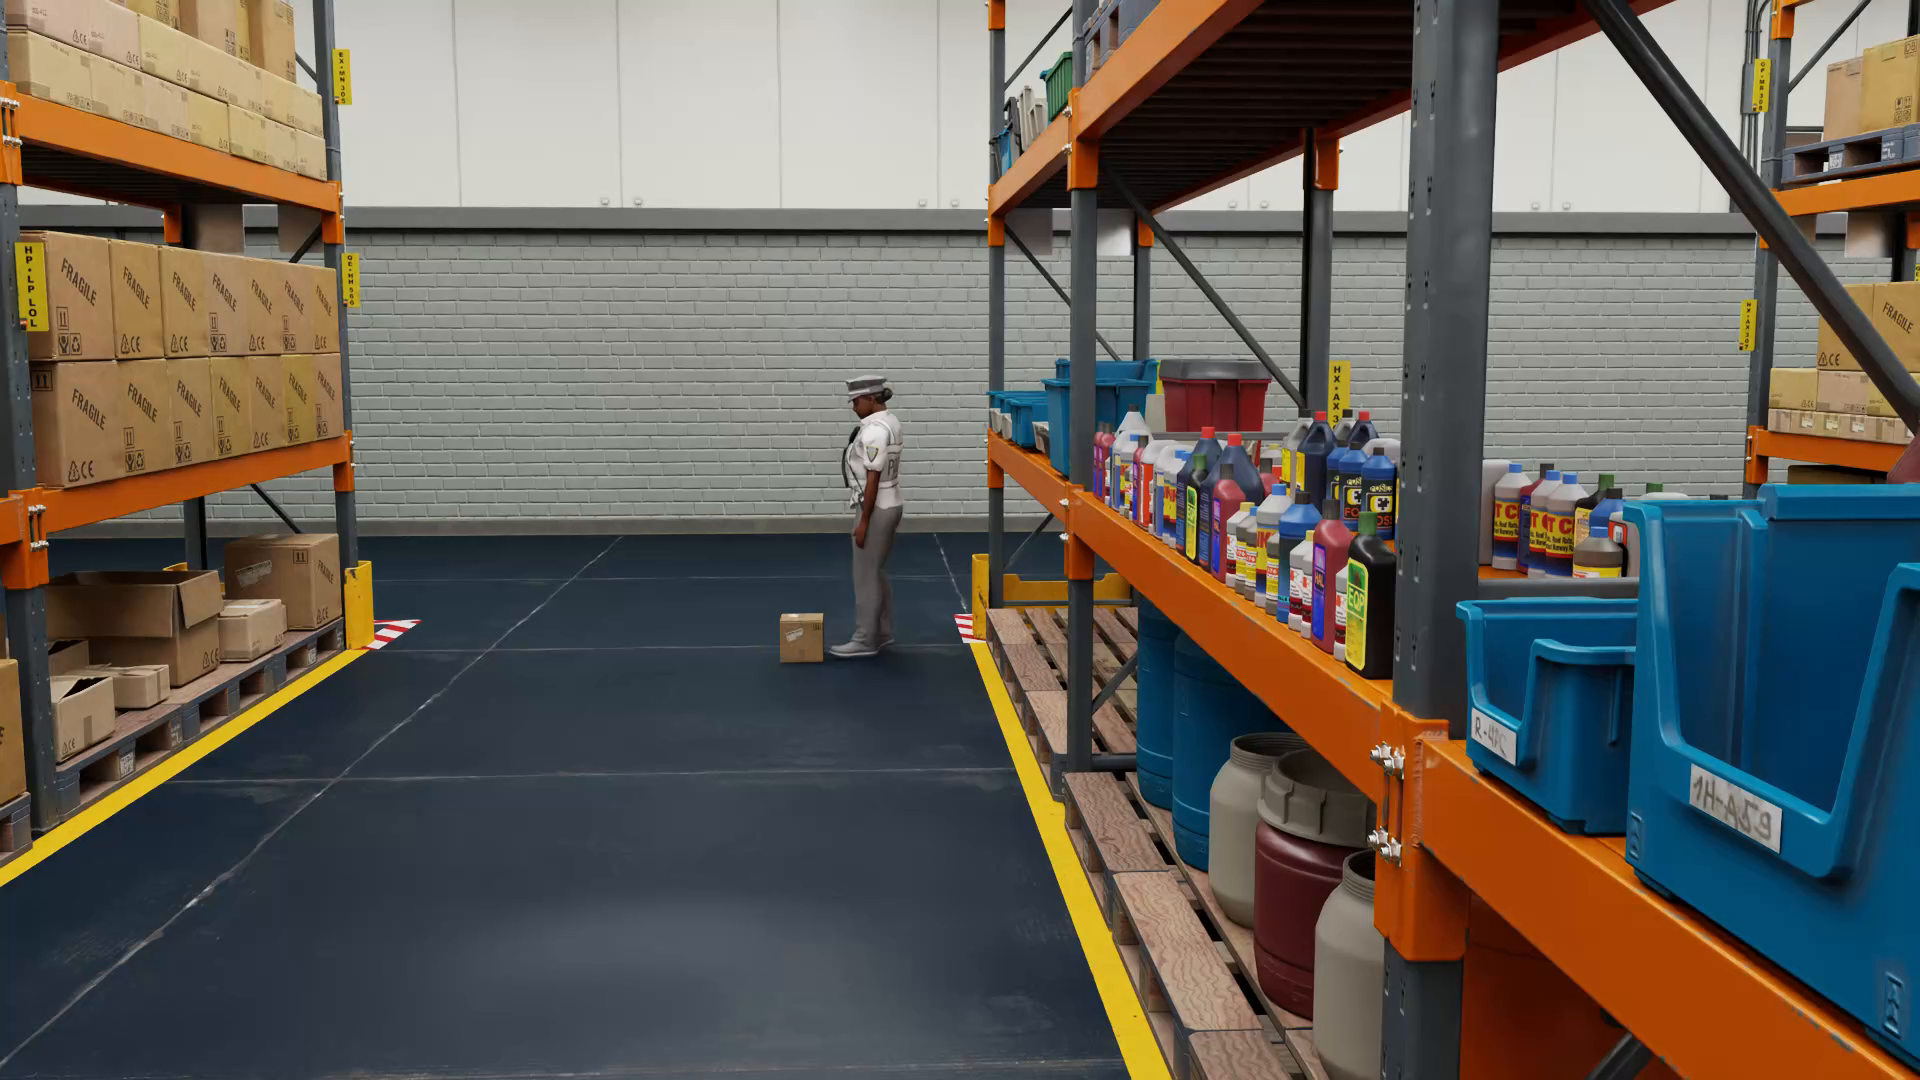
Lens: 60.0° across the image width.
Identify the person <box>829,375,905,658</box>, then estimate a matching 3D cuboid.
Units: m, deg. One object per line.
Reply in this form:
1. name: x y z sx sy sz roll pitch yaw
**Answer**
1. person: -0.547 -0.115 9.787 0.443 1.711 0.531 1 7 8
